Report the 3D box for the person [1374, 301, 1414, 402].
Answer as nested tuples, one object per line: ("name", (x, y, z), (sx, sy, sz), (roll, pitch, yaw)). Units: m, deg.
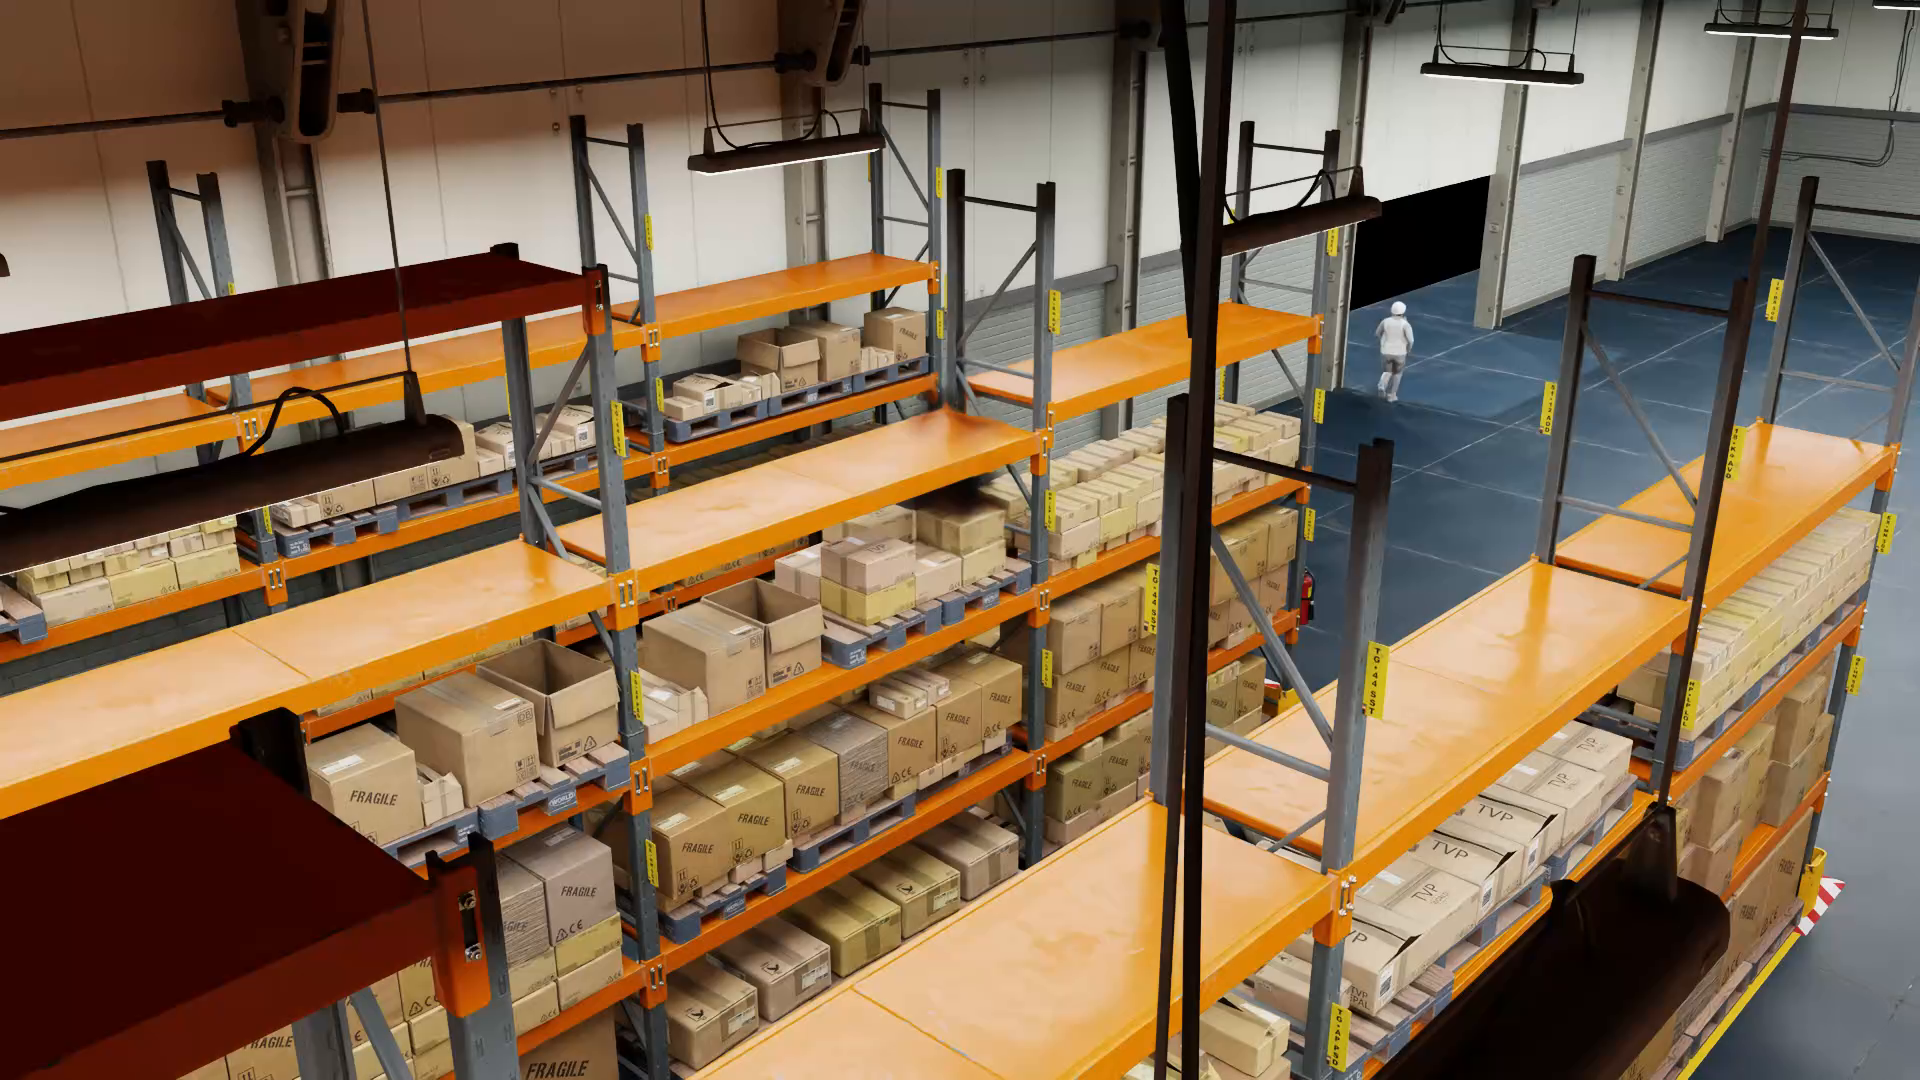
("person", (7.203, -3.112, 27.665), (0.666, 1.734, 0.643), (12, 24, 27))
